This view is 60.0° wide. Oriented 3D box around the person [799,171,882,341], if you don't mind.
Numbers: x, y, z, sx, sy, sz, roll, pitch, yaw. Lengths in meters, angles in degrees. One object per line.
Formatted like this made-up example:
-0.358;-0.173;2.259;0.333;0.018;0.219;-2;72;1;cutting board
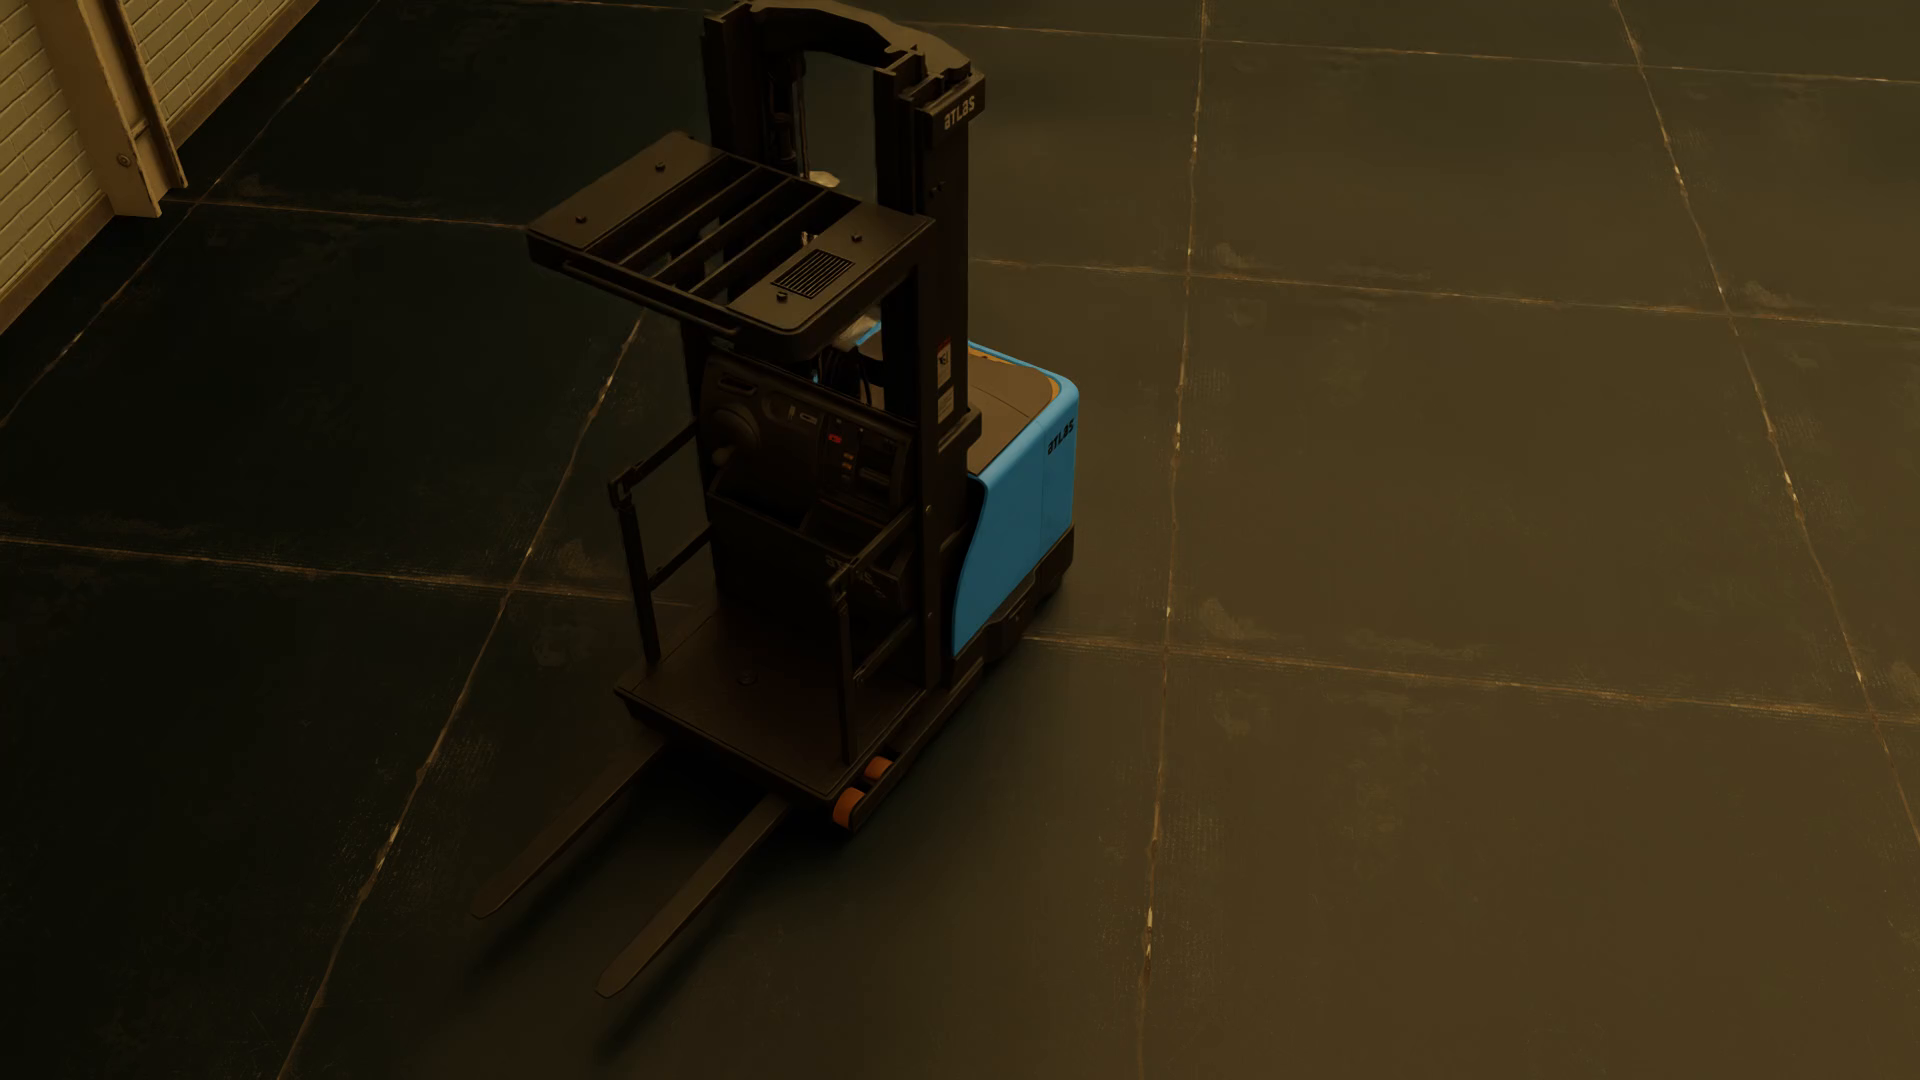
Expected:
-0.672;-1.140;8.066;1.064;1.502;0.954;19;46;19;person

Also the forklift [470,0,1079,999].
-0.698;-0.294;6.045;1.130;2.935;3.031;23;47;23;forklift
